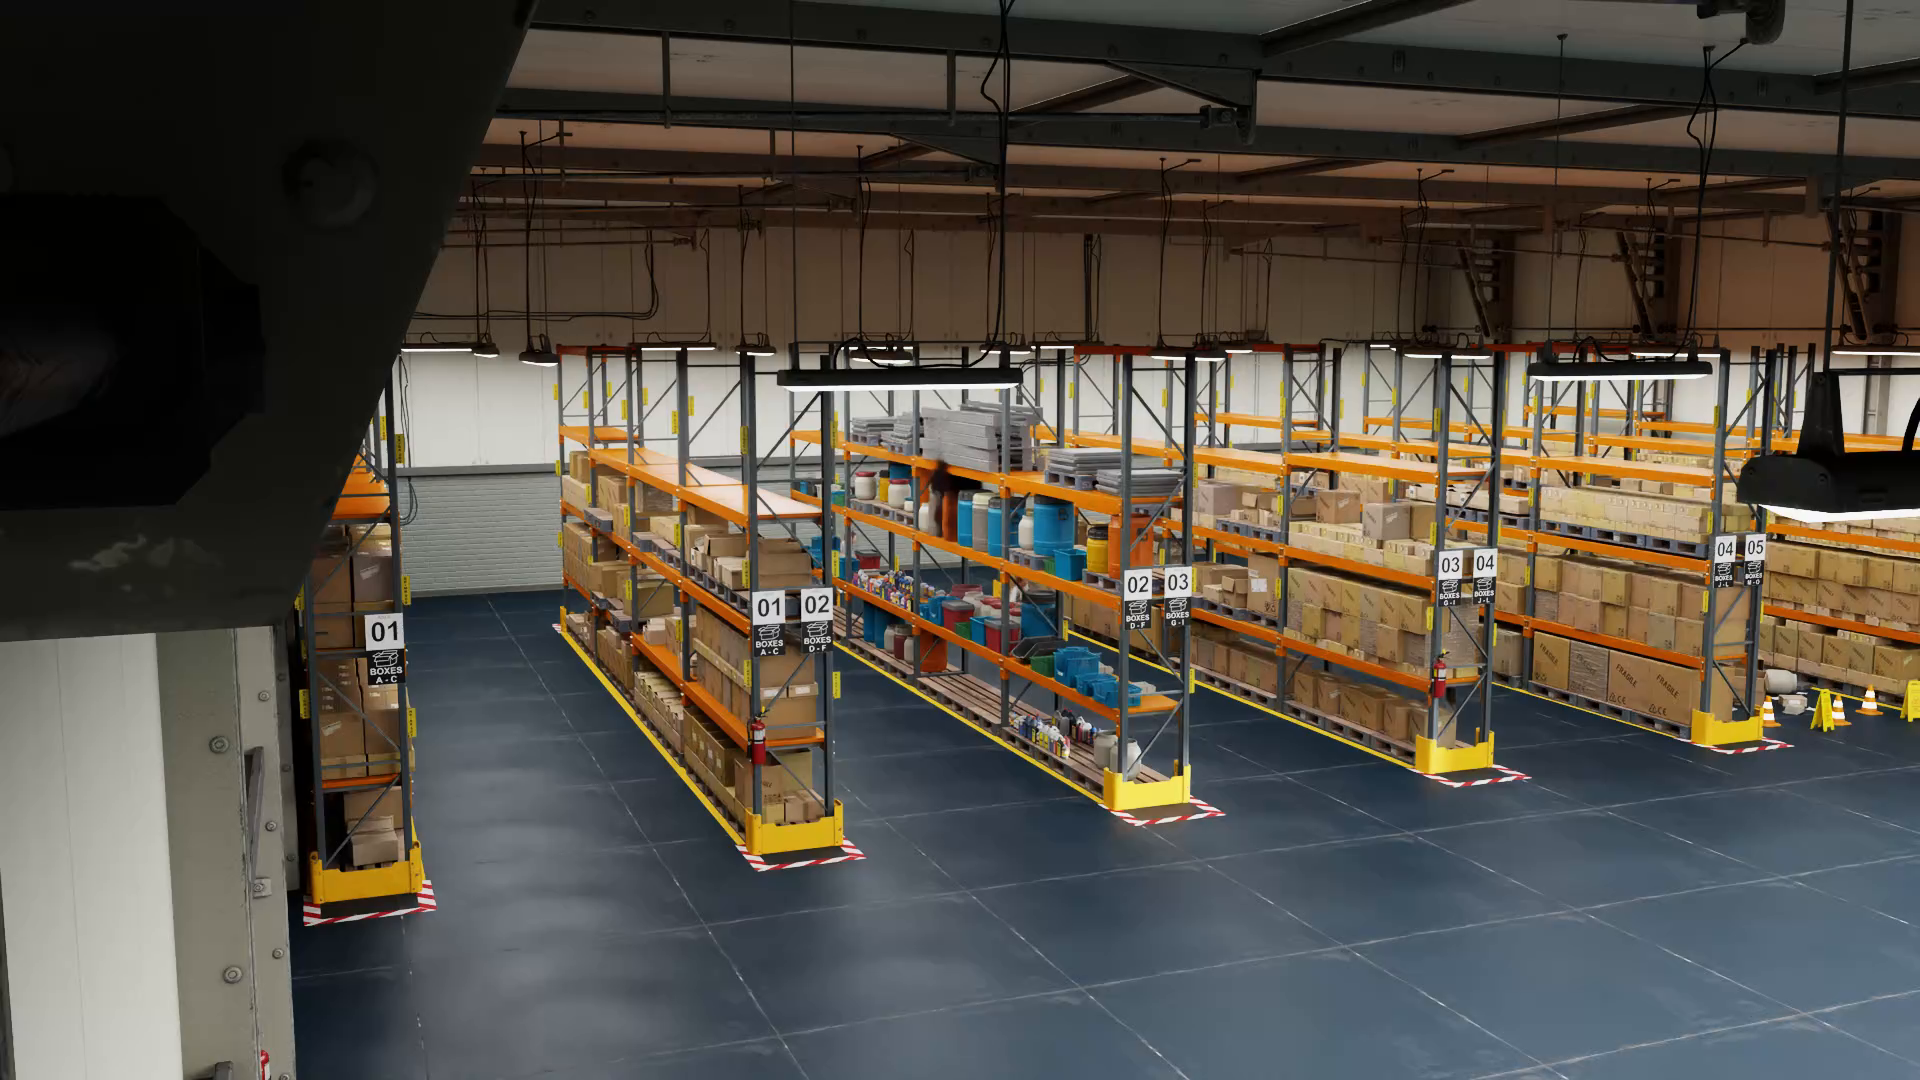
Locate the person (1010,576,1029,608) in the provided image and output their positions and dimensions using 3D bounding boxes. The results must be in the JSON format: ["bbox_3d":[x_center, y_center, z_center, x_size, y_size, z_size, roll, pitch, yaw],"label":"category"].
[{"bbox_3d":[1.086,1.373,31.011,0.549,1.546,0.895,-5,9,-35],"label":"person"}]

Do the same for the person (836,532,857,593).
[{"bbox_3d":[-2.829,0.524,40.027,0.803,1.490,0.584,2,8,18],"label":"person"}]

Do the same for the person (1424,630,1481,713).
[{"bbox_3d":[8.121,1.993,27.481,0.829,1.681,0.771,-1,7,-7],"label":"person"}]
